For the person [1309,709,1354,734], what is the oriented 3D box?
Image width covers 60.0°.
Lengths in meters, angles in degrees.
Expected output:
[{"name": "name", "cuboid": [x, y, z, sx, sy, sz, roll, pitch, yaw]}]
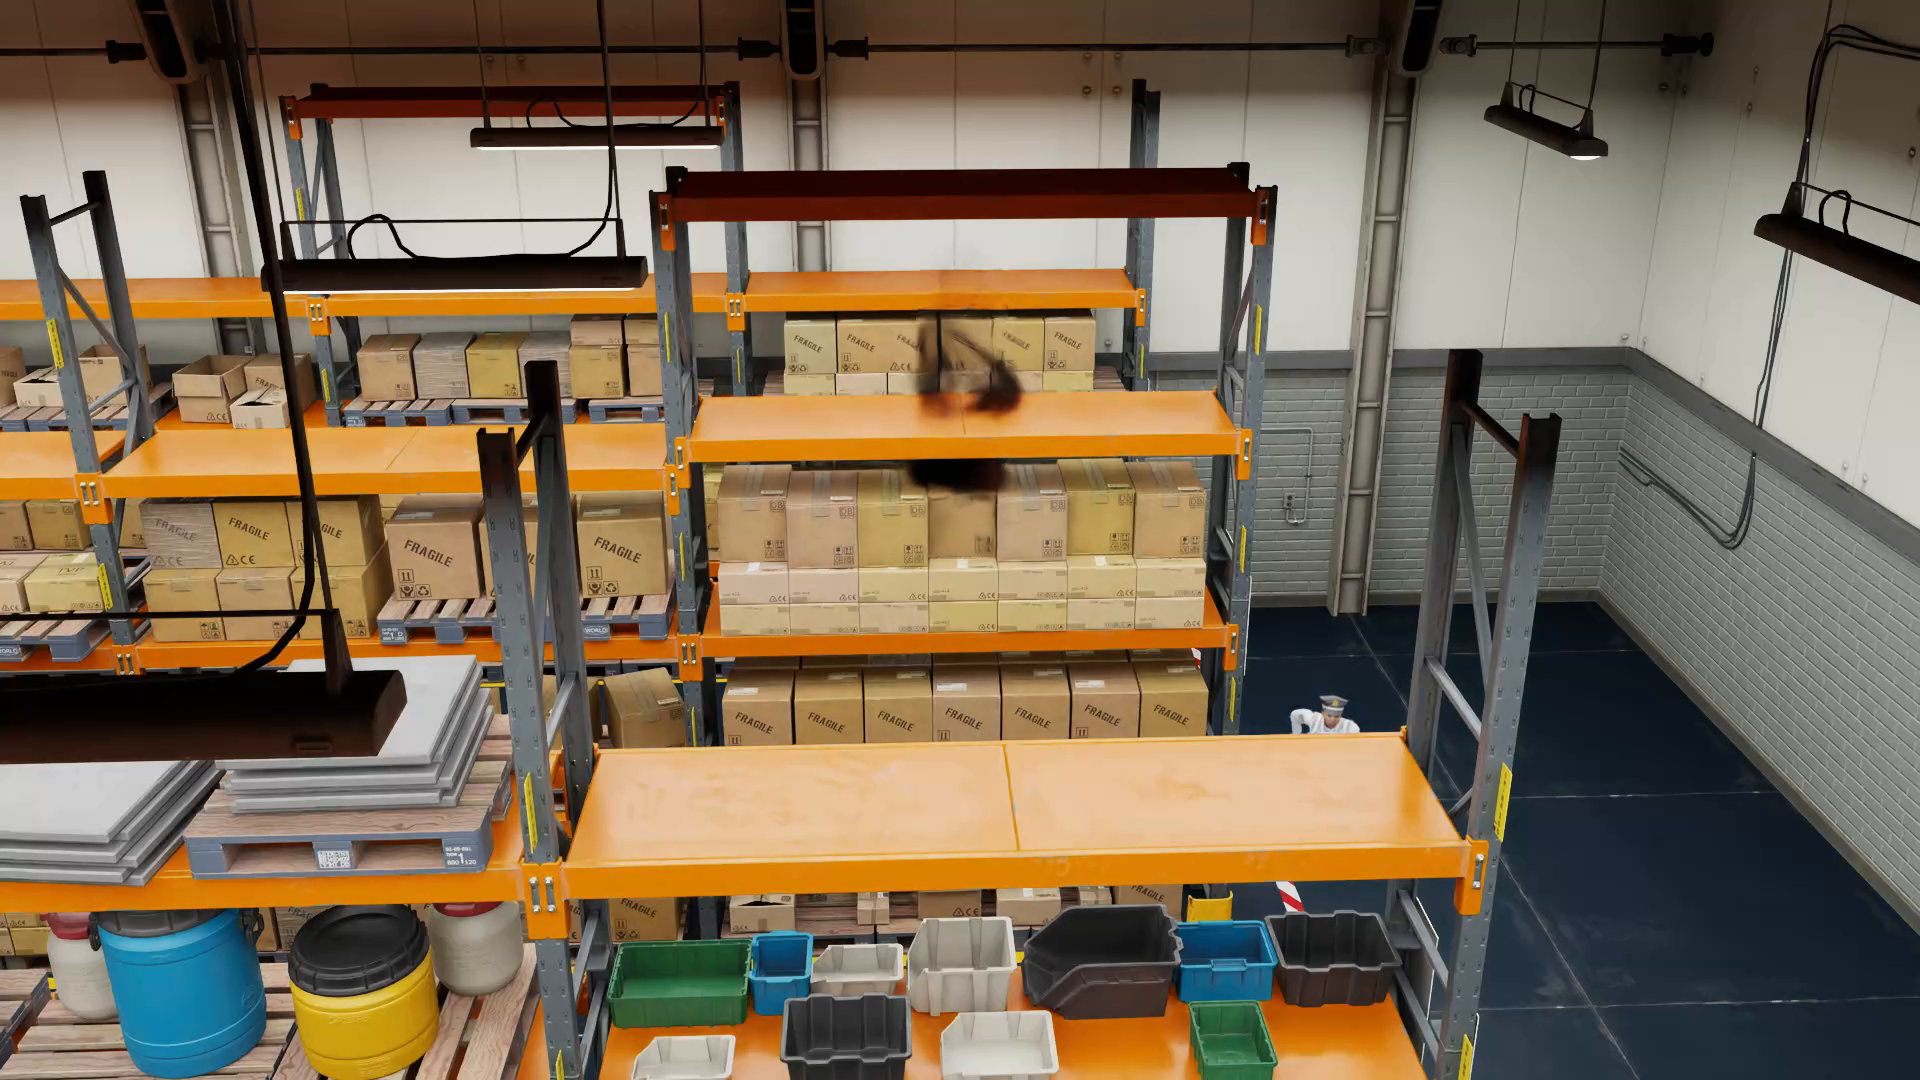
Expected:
[{"name": "person", "cuboid": [3.099, 1.897, 14.123, 0.377, 1.467, 0.789, 2, 22, 4]}]
